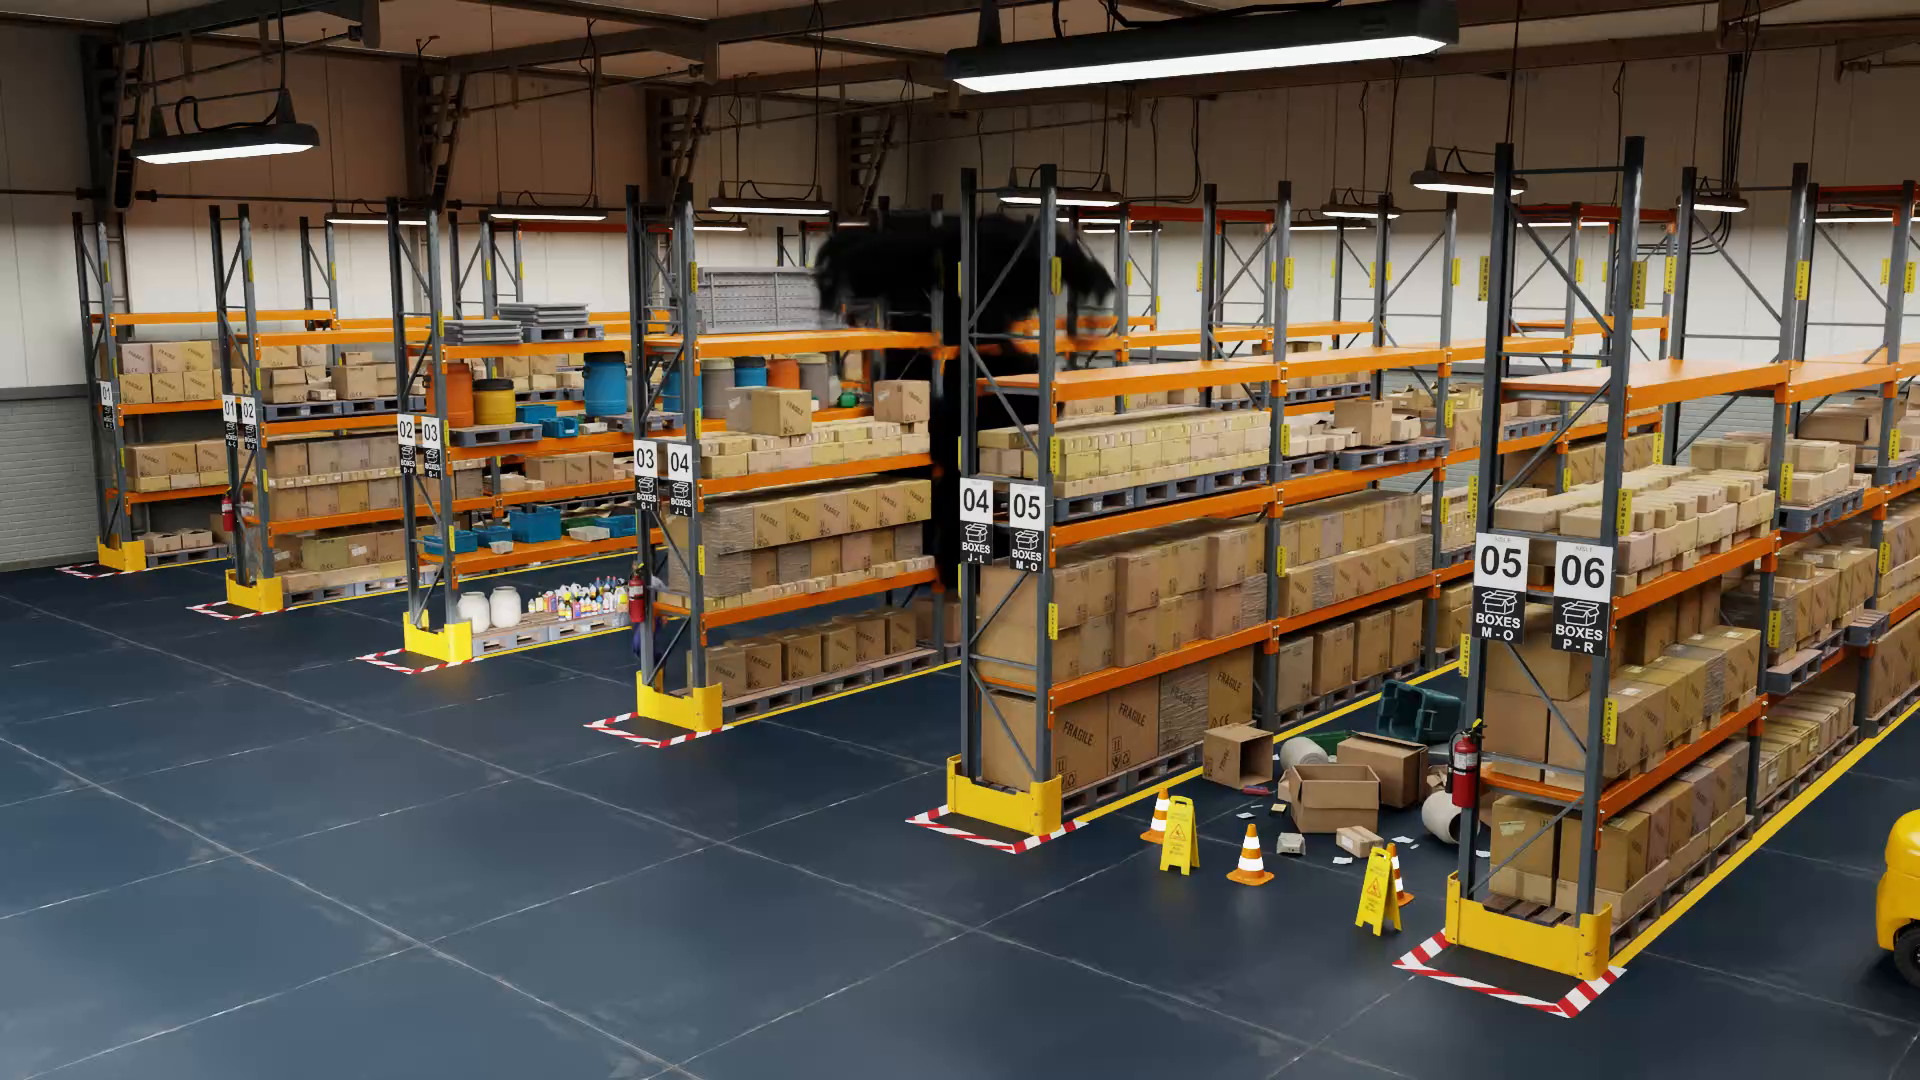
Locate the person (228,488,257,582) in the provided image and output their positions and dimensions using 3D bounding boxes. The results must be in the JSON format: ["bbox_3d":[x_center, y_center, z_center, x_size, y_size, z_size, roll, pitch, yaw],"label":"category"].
[{"bbox_3d":[-11.605,-0.070,26.890,0.513,1.559,0.601,2,10,9],"label":"person"}]

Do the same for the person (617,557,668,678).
[{"bbox_3d":[-3.888,0.996,20.477,0.611,1.603,0.606,-9,13,-42],"label":"person"}]
